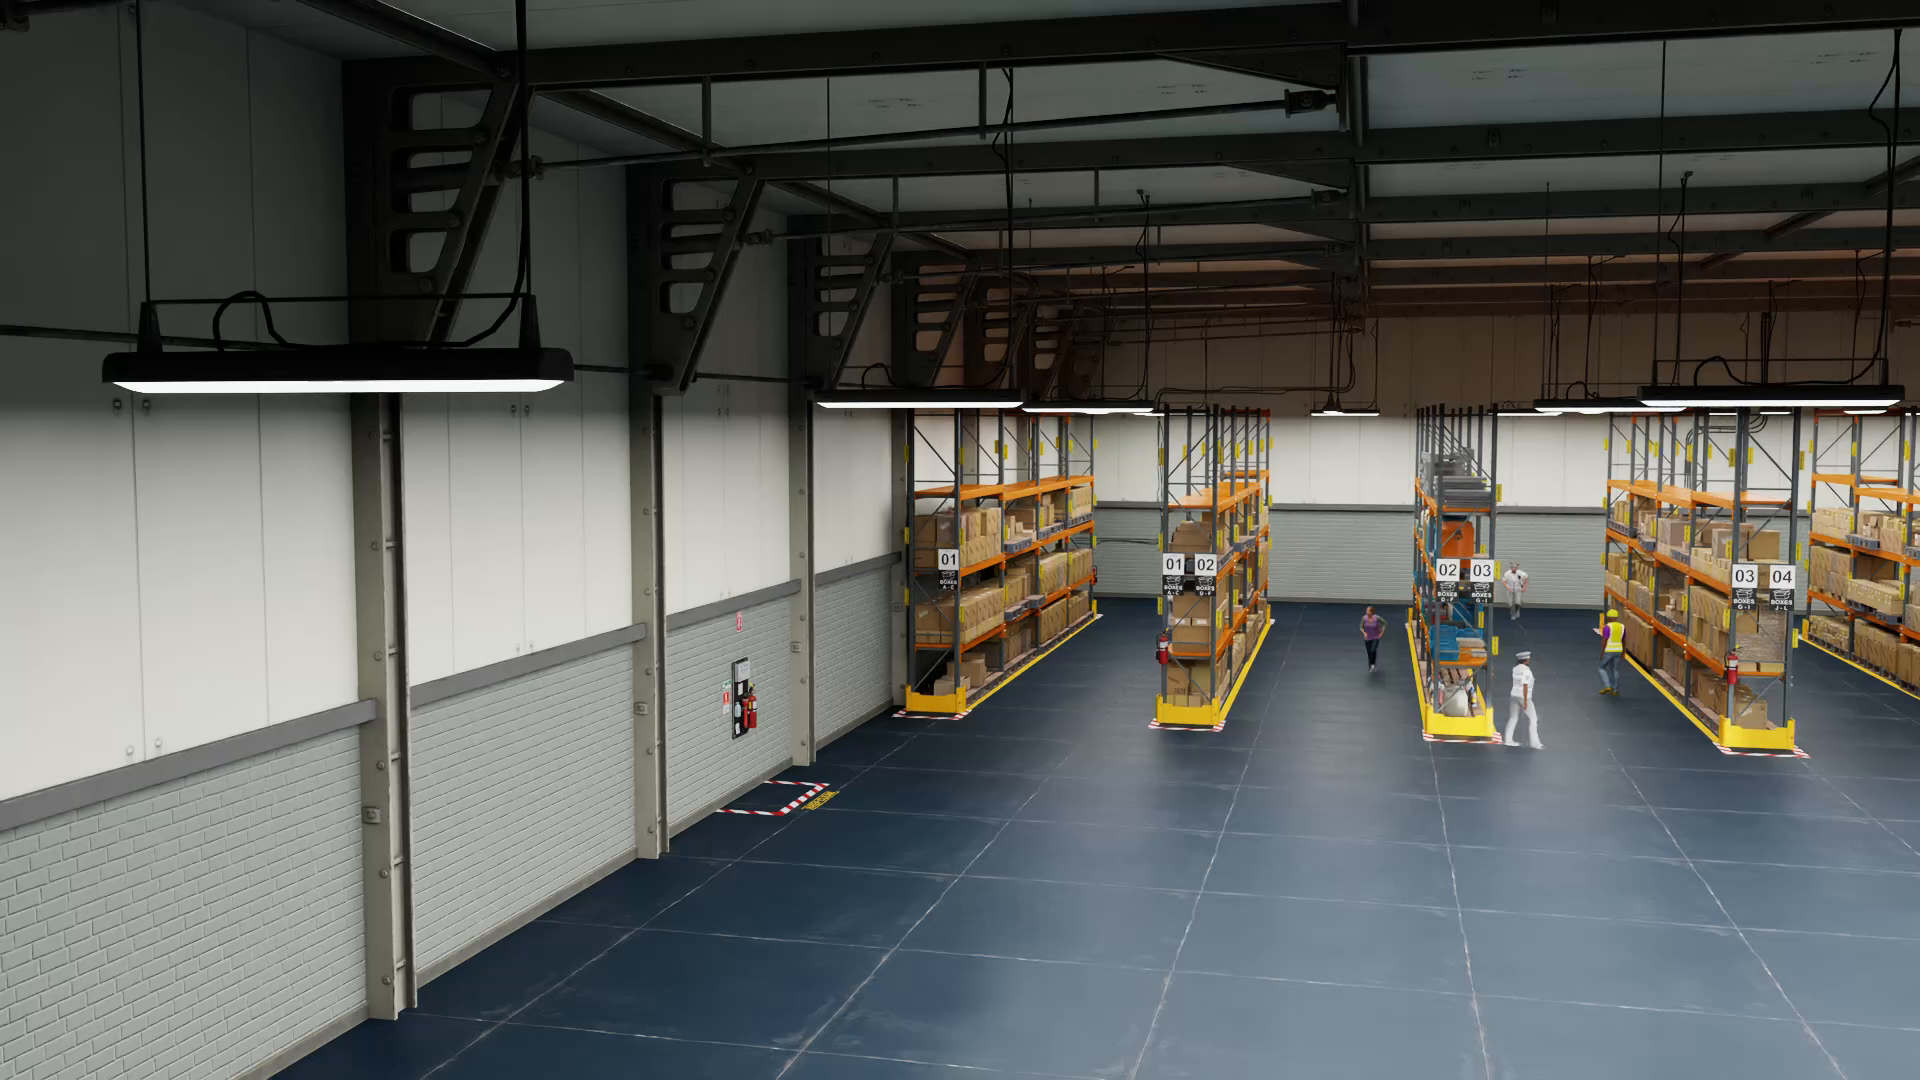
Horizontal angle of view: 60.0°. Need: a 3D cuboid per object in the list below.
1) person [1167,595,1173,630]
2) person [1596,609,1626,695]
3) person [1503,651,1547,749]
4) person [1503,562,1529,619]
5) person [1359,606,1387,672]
[{"bbox_3d":[5.694,1.612,44.817,0.442,1.687,0.499,-4,6,-41],"label":"person"},{"bbox_3d":[13.533,2.331,34.543,0.612,1.774,0.398,-1,4,-17],"label":"person"},{"bbox_3d":[9.829,2.796,29.012,0.670,1.678,0.538,-1,4,-17],"label":"person"},{"bbox_3d":[15.815,1.443,47.333,0.708,1.680,0.719,2,4,22],"label":"person"},{"bbox_3d":[9.301,2.224,37.419,0.586,1.515,0.792,2,5,24],"label":"person"}]
